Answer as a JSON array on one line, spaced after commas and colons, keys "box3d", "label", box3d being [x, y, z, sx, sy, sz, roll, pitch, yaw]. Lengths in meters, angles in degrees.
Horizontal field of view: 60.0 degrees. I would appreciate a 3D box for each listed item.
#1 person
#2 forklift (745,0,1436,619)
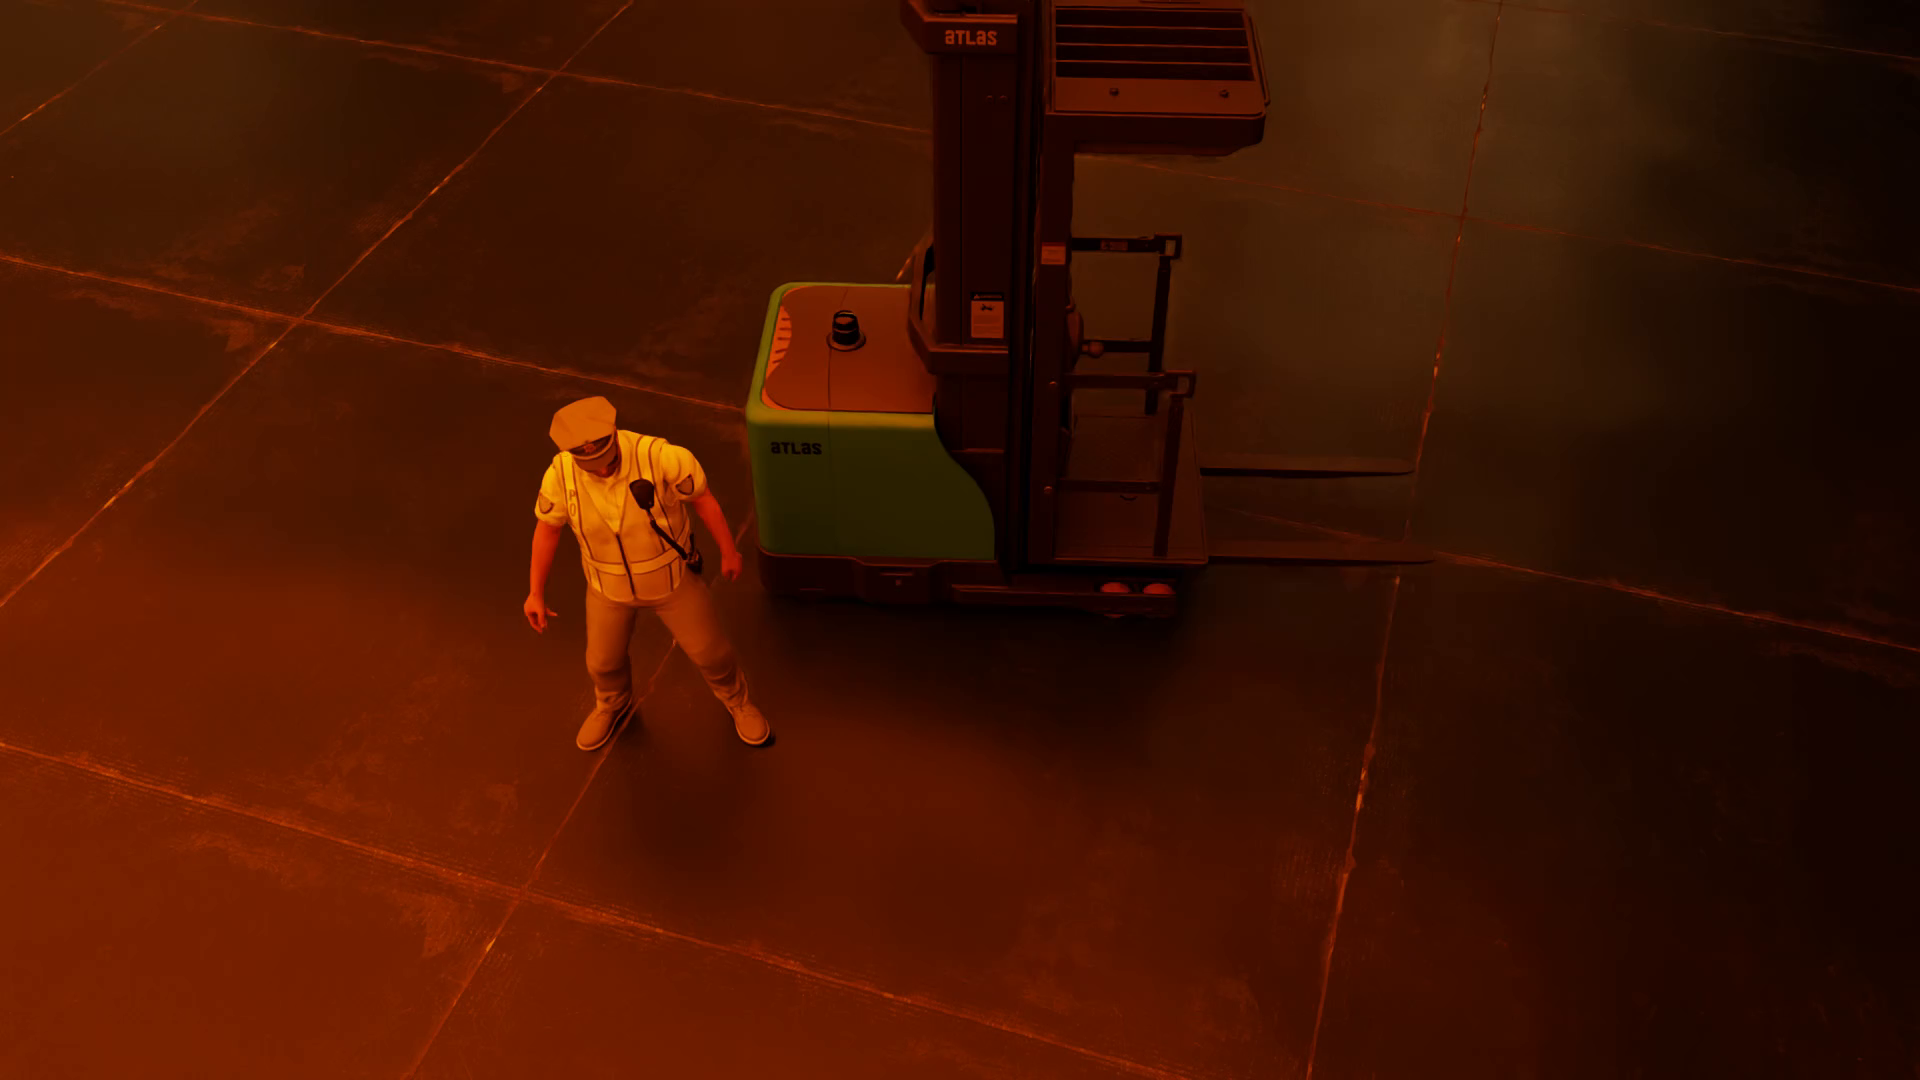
[{"box3d": [-1.236, 0.138, 6.441, 0.873, 1.711, 0.406, -2, 43, -2], "label": "person"}, {"box3d": [0.626, -1.091, 6.862, 3.031, 2.935, 1.130, 2, 43, 2], "label": "forklift"}]
